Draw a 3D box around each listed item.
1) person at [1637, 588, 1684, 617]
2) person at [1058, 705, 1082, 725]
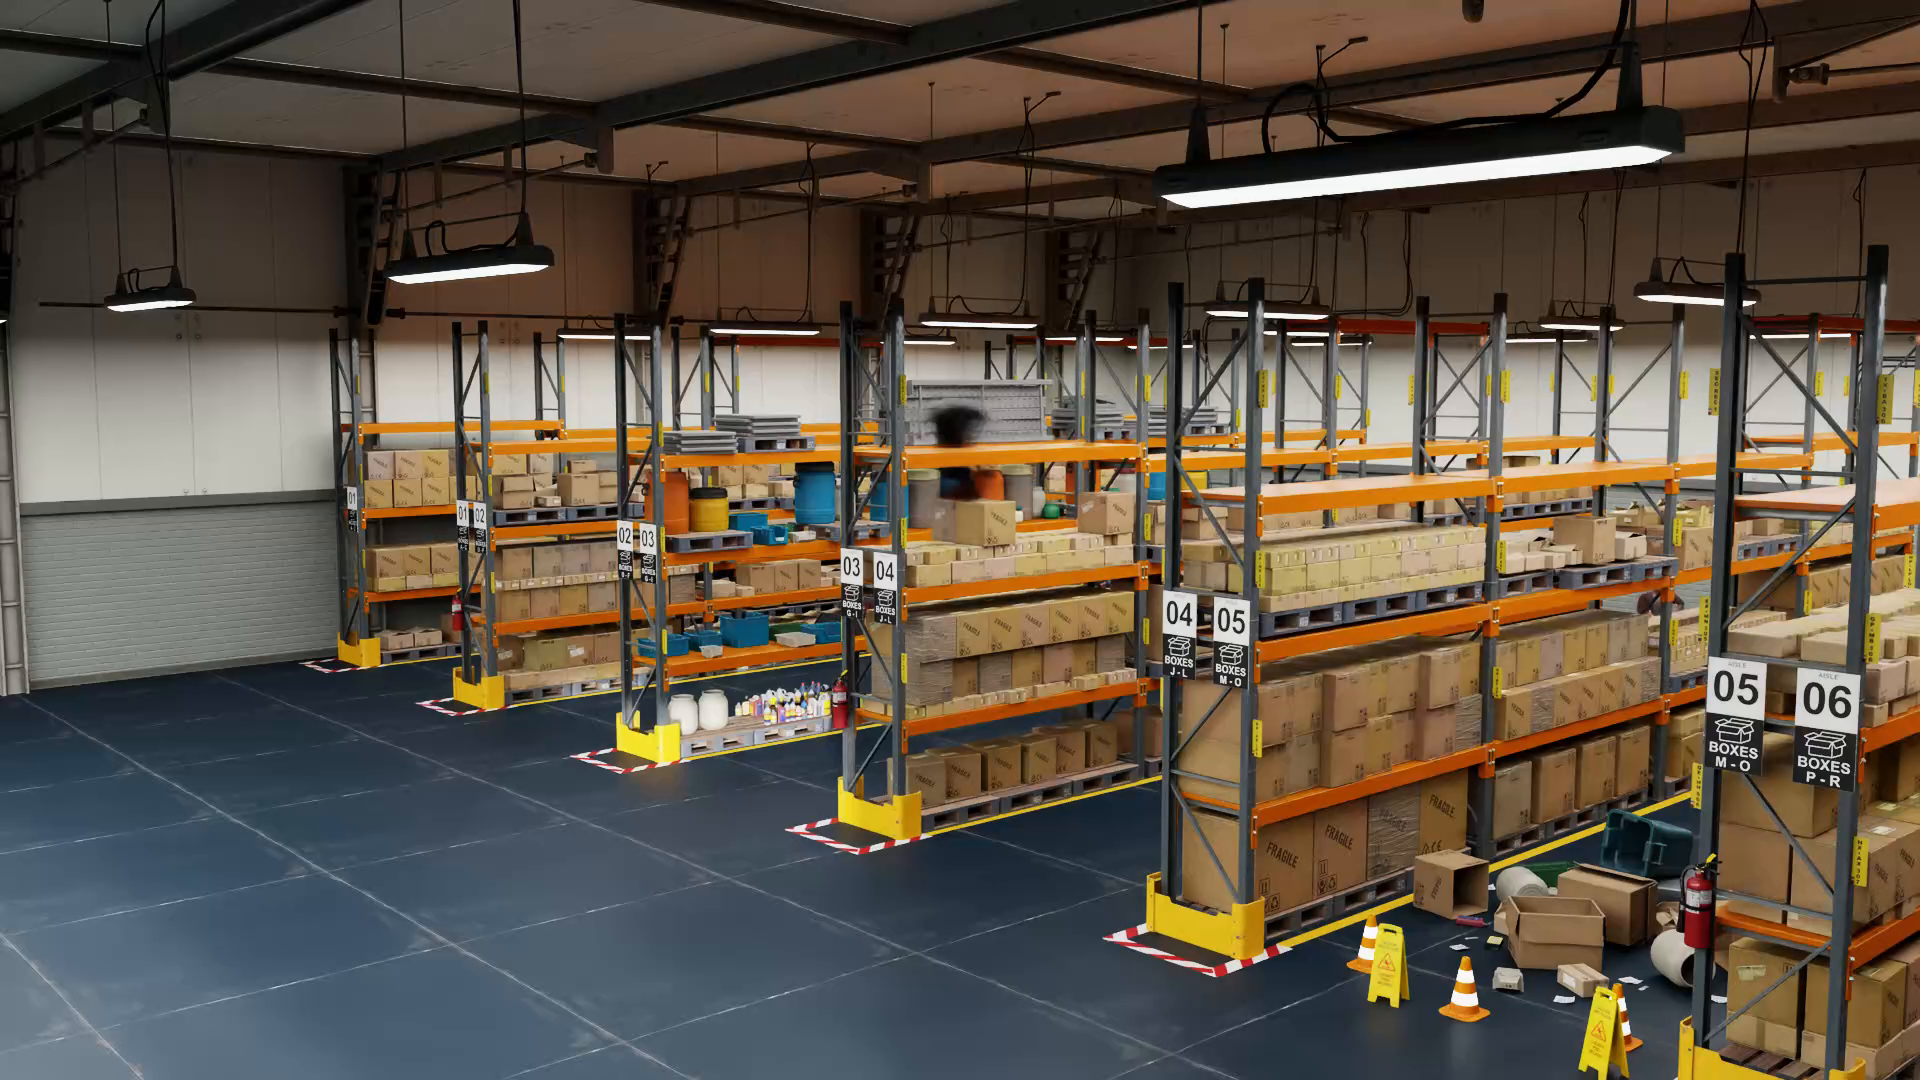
[{"bbox_3d":[11.879,1.501,28.307,0.684,1.772,0.726,5,8,41],"label":"person"},{"bbox_3d":[1.519,2.009,23.453,0.847,1.750,0.537,-6,8,-45],"label":"person"}]
